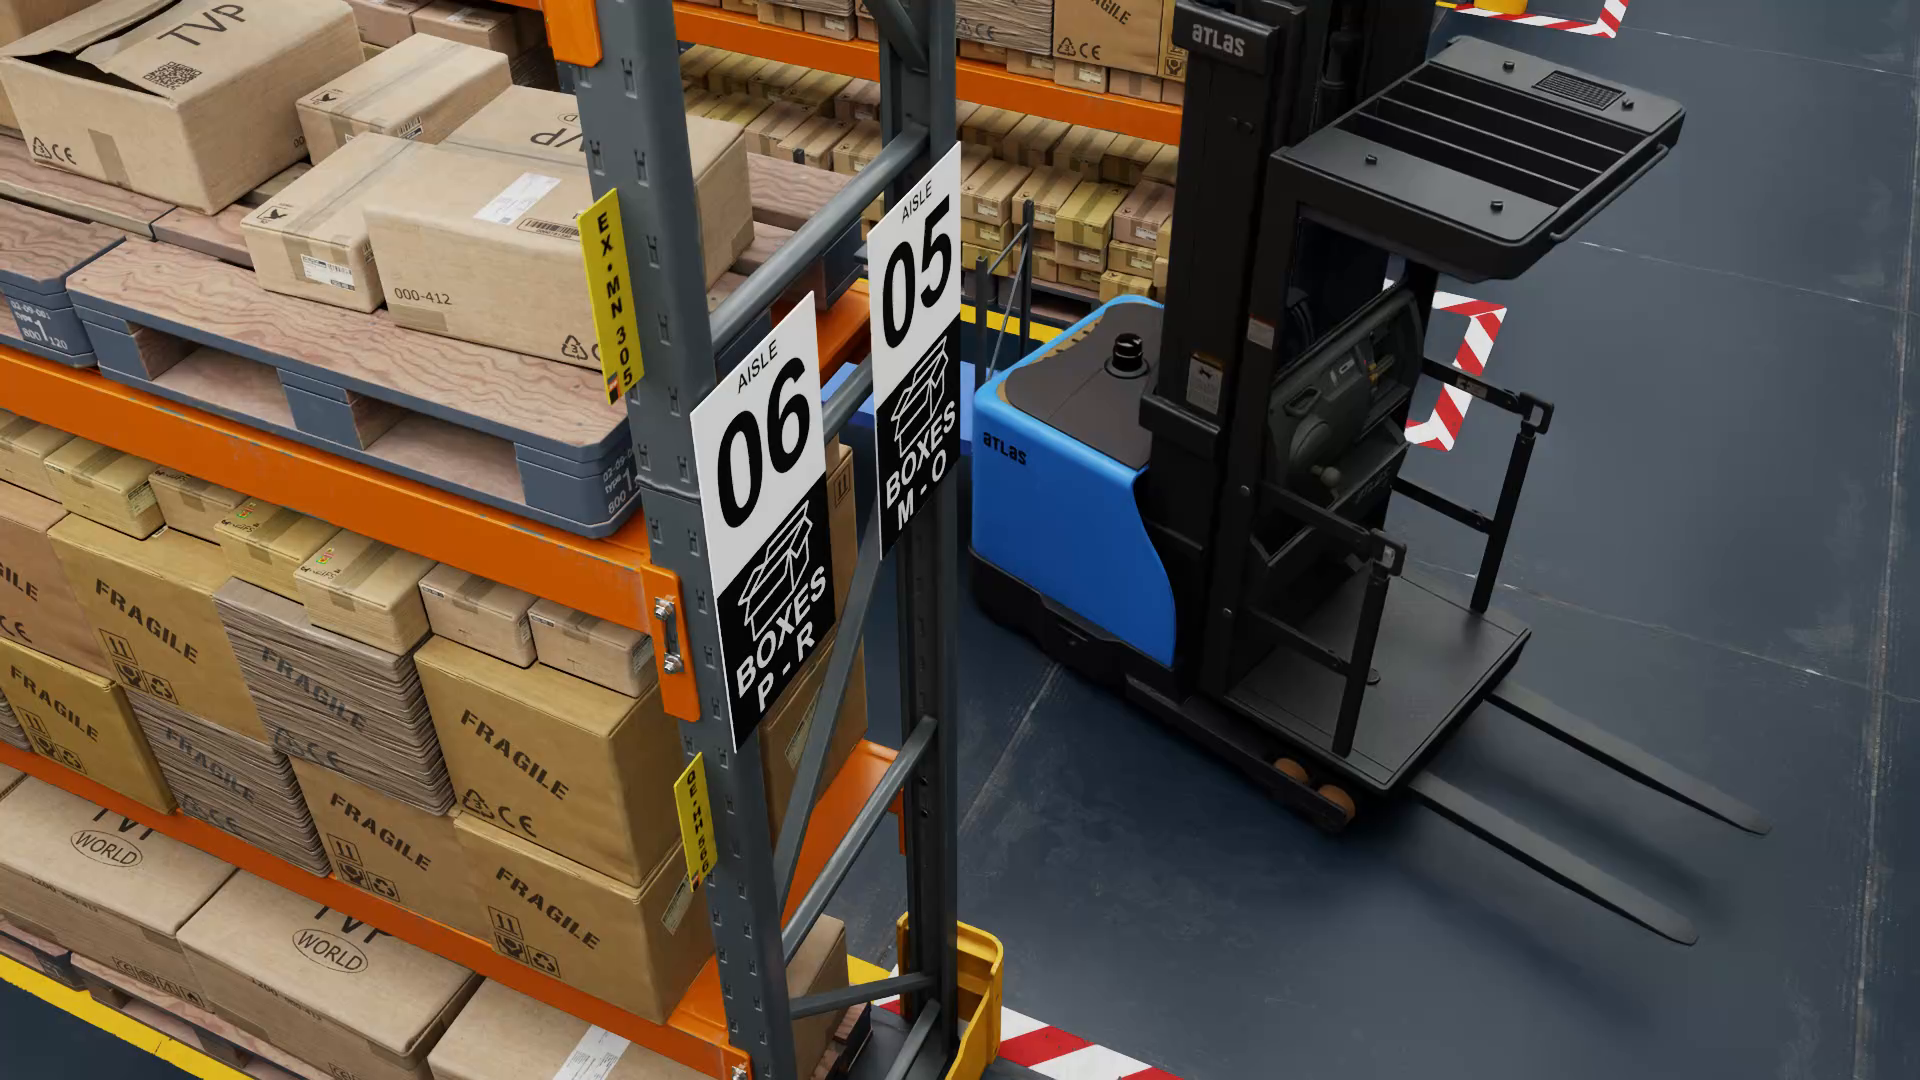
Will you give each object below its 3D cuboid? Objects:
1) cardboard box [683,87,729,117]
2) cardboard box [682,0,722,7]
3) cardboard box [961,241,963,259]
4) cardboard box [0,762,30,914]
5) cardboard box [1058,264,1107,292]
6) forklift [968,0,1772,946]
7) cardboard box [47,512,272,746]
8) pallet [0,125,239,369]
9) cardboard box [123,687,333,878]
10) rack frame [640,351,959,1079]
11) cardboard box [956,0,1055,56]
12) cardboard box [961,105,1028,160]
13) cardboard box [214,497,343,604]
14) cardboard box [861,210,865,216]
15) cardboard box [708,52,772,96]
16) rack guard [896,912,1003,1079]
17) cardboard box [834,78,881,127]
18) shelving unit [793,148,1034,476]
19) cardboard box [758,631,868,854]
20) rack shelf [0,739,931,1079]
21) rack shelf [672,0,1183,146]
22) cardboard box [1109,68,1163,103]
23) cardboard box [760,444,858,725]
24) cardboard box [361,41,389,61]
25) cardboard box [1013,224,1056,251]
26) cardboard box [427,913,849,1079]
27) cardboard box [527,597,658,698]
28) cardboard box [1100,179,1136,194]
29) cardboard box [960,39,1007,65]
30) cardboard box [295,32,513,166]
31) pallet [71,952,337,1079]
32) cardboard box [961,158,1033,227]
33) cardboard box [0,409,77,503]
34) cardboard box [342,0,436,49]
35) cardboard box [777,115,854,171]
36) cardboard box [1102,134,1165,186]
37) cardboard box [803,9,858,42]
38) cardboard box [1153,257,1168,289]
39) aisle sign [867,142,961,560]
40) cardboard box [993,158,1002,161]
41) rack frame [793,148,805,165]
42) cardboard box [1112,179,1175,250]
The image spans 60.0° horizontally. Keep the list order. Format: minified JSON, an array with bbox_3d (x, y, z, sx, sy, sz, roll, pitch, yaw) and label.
[{"bbox_3d":[-1.446,-2.287,9.000,0.250,0.149,0.380,19,44,21],"label":"cardboard box"},{"bbox_3d":[-1.247,-2.873,8.466,0.250,0.149,0.380,15,43,17],"label":"cardboard box"},{"bbox_3d":[-0.040,-1.624,8.689,0.250,0.149,0.380,18,44,19],"label":"cardboard box"},{"bbox_3d":[-3.373,0.702,5.785,0.875,0.438,0.875,16,44,18],"label":"cardboard box"},{"bbox_3d":[0.686,-1.442,8.479,0.250,0.149,0.380,17,44,18],"label":"cardboard box"},{"bbox_3d":[1.467,-0.446,5.527,3.031,2.935,1.130,30,49,30],"label":"forklift"},{"bbox_3d":[-1.742,0.089,4.017,0.500,0.500,0.500,17,44,18],"label":"cardboard box"},{"bbox_3d":[-2.058,-0.873,3.745,1.213,0.211,1.003,17,44,19],"label":"pallet"},{"bbox_3d":[-1.739,0.464,4.348,0.500,0.500,0.500,18,44,20],"label":"cardboard box"},{"bbox_3d":[-0.272,0.763,4.080,0.127,3.000,1.000,17,44,19],"label":"rack frame"},{"bbox_3d":[0.286,-2.605,7.662,0.500,0.500,0.500,17,44,19],"label":"cardboard box"},{"bbox_3d":[0.198,-2.209,8.910,0.250,0.149,0.380,18,44,19],"label":"cardboard box"},{"bbox_3d":[-1.402,-0.050,3.683,0.250,0.149,0.380,18,44,20],"label":"cardboard box"},{"bbox_3d":[-0.514,-1.877,8.755,0.250,0.149,0.380,17,44,18],"label":"cardboard box"},{"bbox_3d":[-1.214,-2.626,9.391,0.250,0.149,0.380,18,44,19],"label":"cardboard box"},{"bbox_3d":[-0.250,1.714,4.891,0.348,0.500,1.175,17,44,19],"label":"rack guard"},{"bbox_3d":[-0.499,-2.423,9.157,0.250,0.149,0.380,15,43,17],"label":"cardboard box"},{"bbox_3d":[-0.290,-0.752,6.973,1.048,1.500,0.538,16,44,18],"label":"shelving unit"},{"bbox_3d":[-0.585,0.422,4.397,0.500,0.500,0.500,17,44,18],"label":"cardboard box"},{"bbox_3d":[-2.084,0.481,4.954,4.000,0.370,1.077,17,44,19],"label":"rack shelf"},{"bbox_3d":[-0.083,-2.485,8.376,4.000,0.370,1.077,17,44,19],"label":"rack shelf"},{"bbox_3d":[0.872,-2.182,7.670,0.250,0.149,0.380,17,44,18],"label":"cardboard box"},{"bbox_3d":[-0.586,0.045,4.068,0.500,0.500,0.500,16,43,18],"label":"cardboard box"},{"bbox_3d":[-3.137,-2.723,9.689,0.500,0.500,0.500,16,43,18],"label":"cardboard box"},{"bbox_3d":[0.459,-1.652,8.495,0.250,0.149,0.380,16,44,18],"label":"cardboard box"},{"bbox_3d":[-0.912,1.449,4.924,0.875,0.438,0.875,16,43,17],"label":"cardboard box"},{"bbox_3d":[-0.682,0.122,3.484,0.250,0.149,0.380,18,44,19],"label":"cardboard box"},{"bbox_3d":[0.880,-1.819,8.687,0.250,0.149,0.380,18,44,19],"label":"cardboard box"},{"bbox_3d":[0.185,-2.440,7.966,0.250,0.149,0.380,15,43,17],"label":"cardboard box"},{"bbox_3d":[-1.160,-0.910,3.514,0.250,0.149,0.380,19,44,20],"label":"cardboard box"},{"bbox_3d":[-2.131,1.303,5.586,1.213,0.211,1.003,17,44,19],"label":"pallet"},{"bbox_3d":[0.176,-1.756,8.388,0.250,0.149,0.380,19,44,20],"label":"cardboard box"},{"bbox_3d":[-2.091,-0.283,3.951,0.250,0.149,0.380,18,44,20],"label":"cardboard box"},{"bbox_3d":[-3.137,-3.015,9.453,0.500,0.250,0.500,19,44,21],"label":"cardboard box"},{"bbox_3d":[-0.754,-2.069,8.748,0.250,0.149,0.380,18,44,20],"label":"cardboard box"},{"bbox_3d":[0.924,-2.007,8.677,0.250,0.149,0.380,17,44,19],"label":"cardboard box"},{"bbox_3d":[-0.563,-2.607,8.160,0.250,0.149,0.380,19,44,20],"label":"cardboard box"},{"bbox_3d":[1.131,-1.374,8.174,0.250,0.149,0.380,16,43,18],"label":"cardboard box"},{"bbox_3d":[-0.084,-0.372,3.404,0.004,0.787,0.394,17,44,19],"label":"aisle sign"},{"bbox_3d":[0.149,-2.022,8.922,0.250,0.149,0.380,19,44,21],"label":"cardboard box"},{"bbox_3d":[-0.754,-0.889,7.130,0.032,1.500,0.500,16,44,18],"label":"rack frame"},{"bbox_3d":[0.939,-1.609,8.218,0.250,0.149,0.380,18,44,19],"label":"cardboard box"}]
